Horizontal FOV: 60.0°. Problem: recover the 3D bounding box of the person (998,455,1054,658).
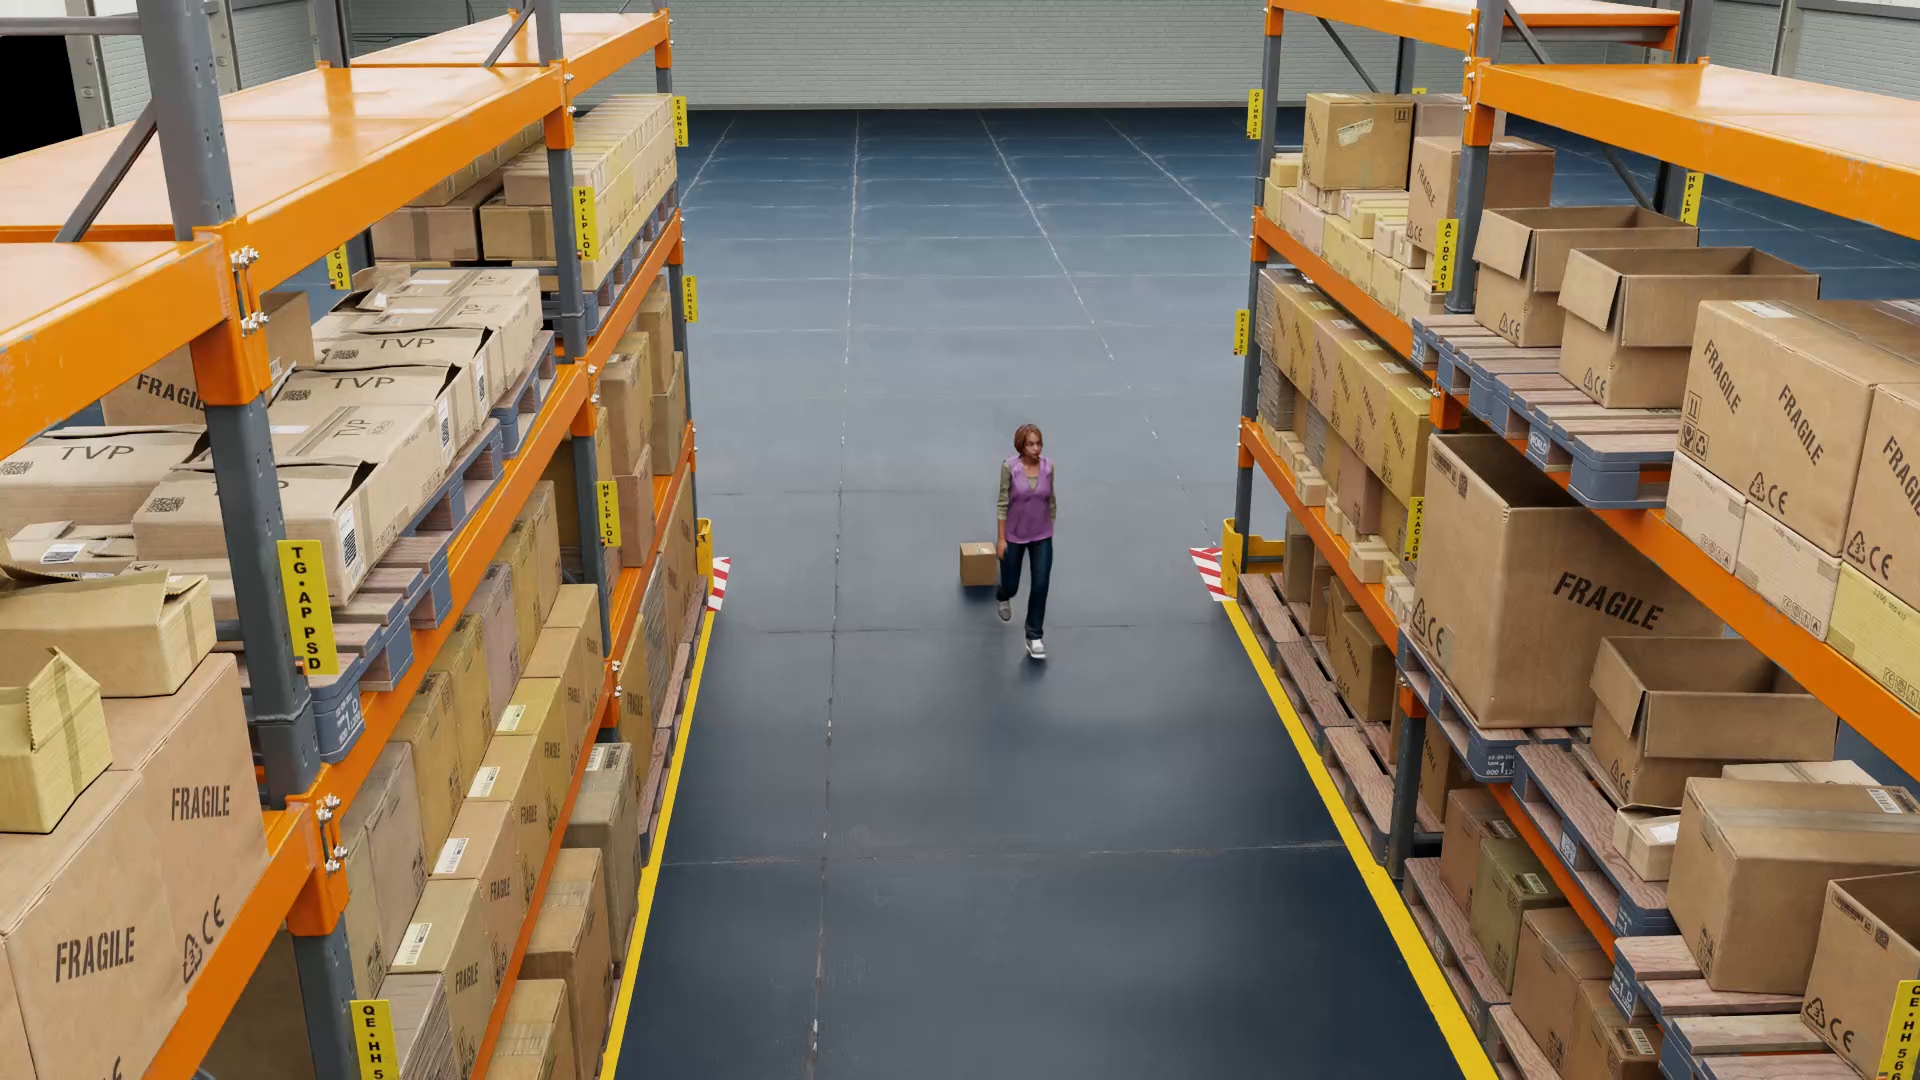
[{"bbox_3d":[0.443,0.064,11.189,0.351,1.352,0.678,-4,21,-10],"label":"person"}]
